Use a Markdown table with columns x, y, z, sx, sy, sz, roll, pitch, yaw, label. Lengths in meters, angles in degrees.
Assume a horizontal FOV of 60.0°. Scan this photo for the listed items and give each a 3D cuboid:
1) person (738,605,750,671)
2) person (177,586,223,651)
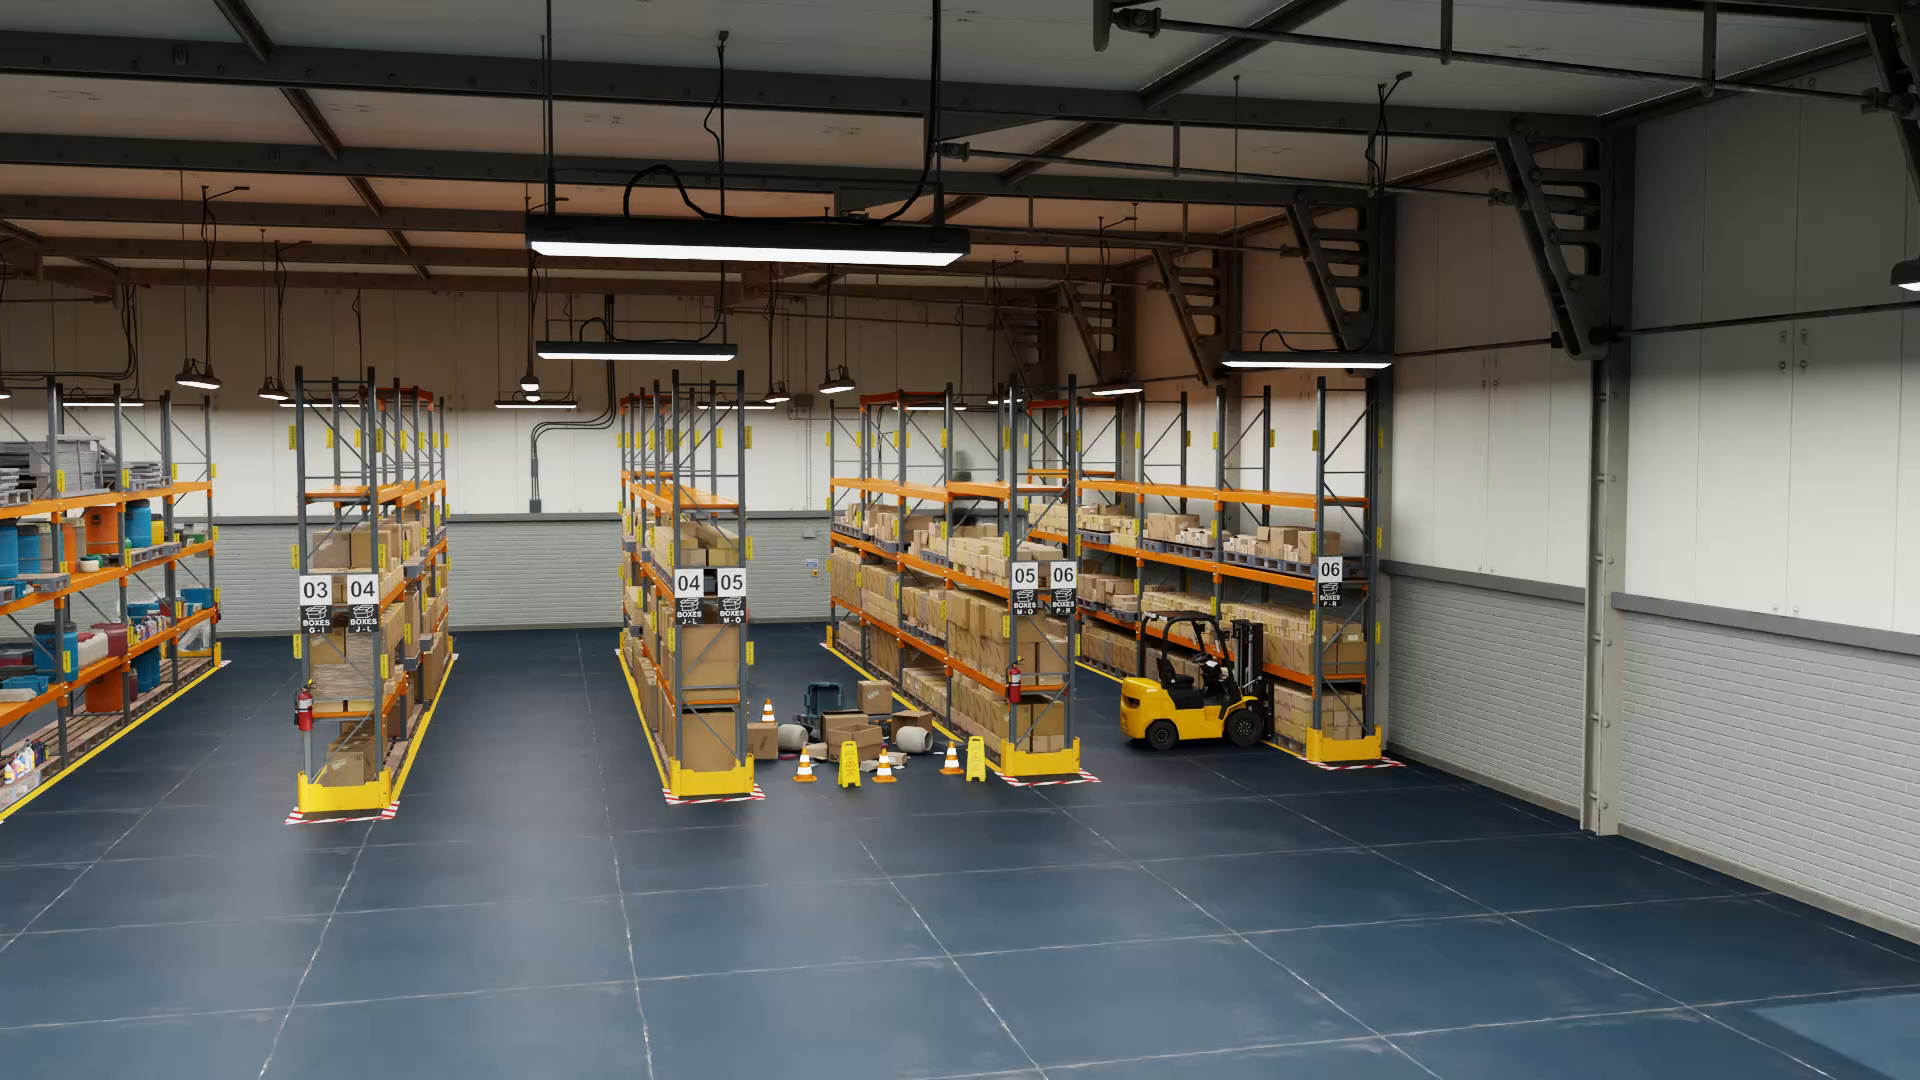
| x | y | z | sx | sy | sz | roll | pitch | yaw | label |
| --- | --- | --- | --- | --- | --- | --- | --- | --- | --- |
| -4.895 | 2.013 | 36.062 | 0.646 | 1.692 | 0.931 | -1 | 4 | -14 | person |
| -17.934 | 1.885 | 39.196 | 1.126 | 1.607 | 0.724 | 0 | 3 | 6 | person |
